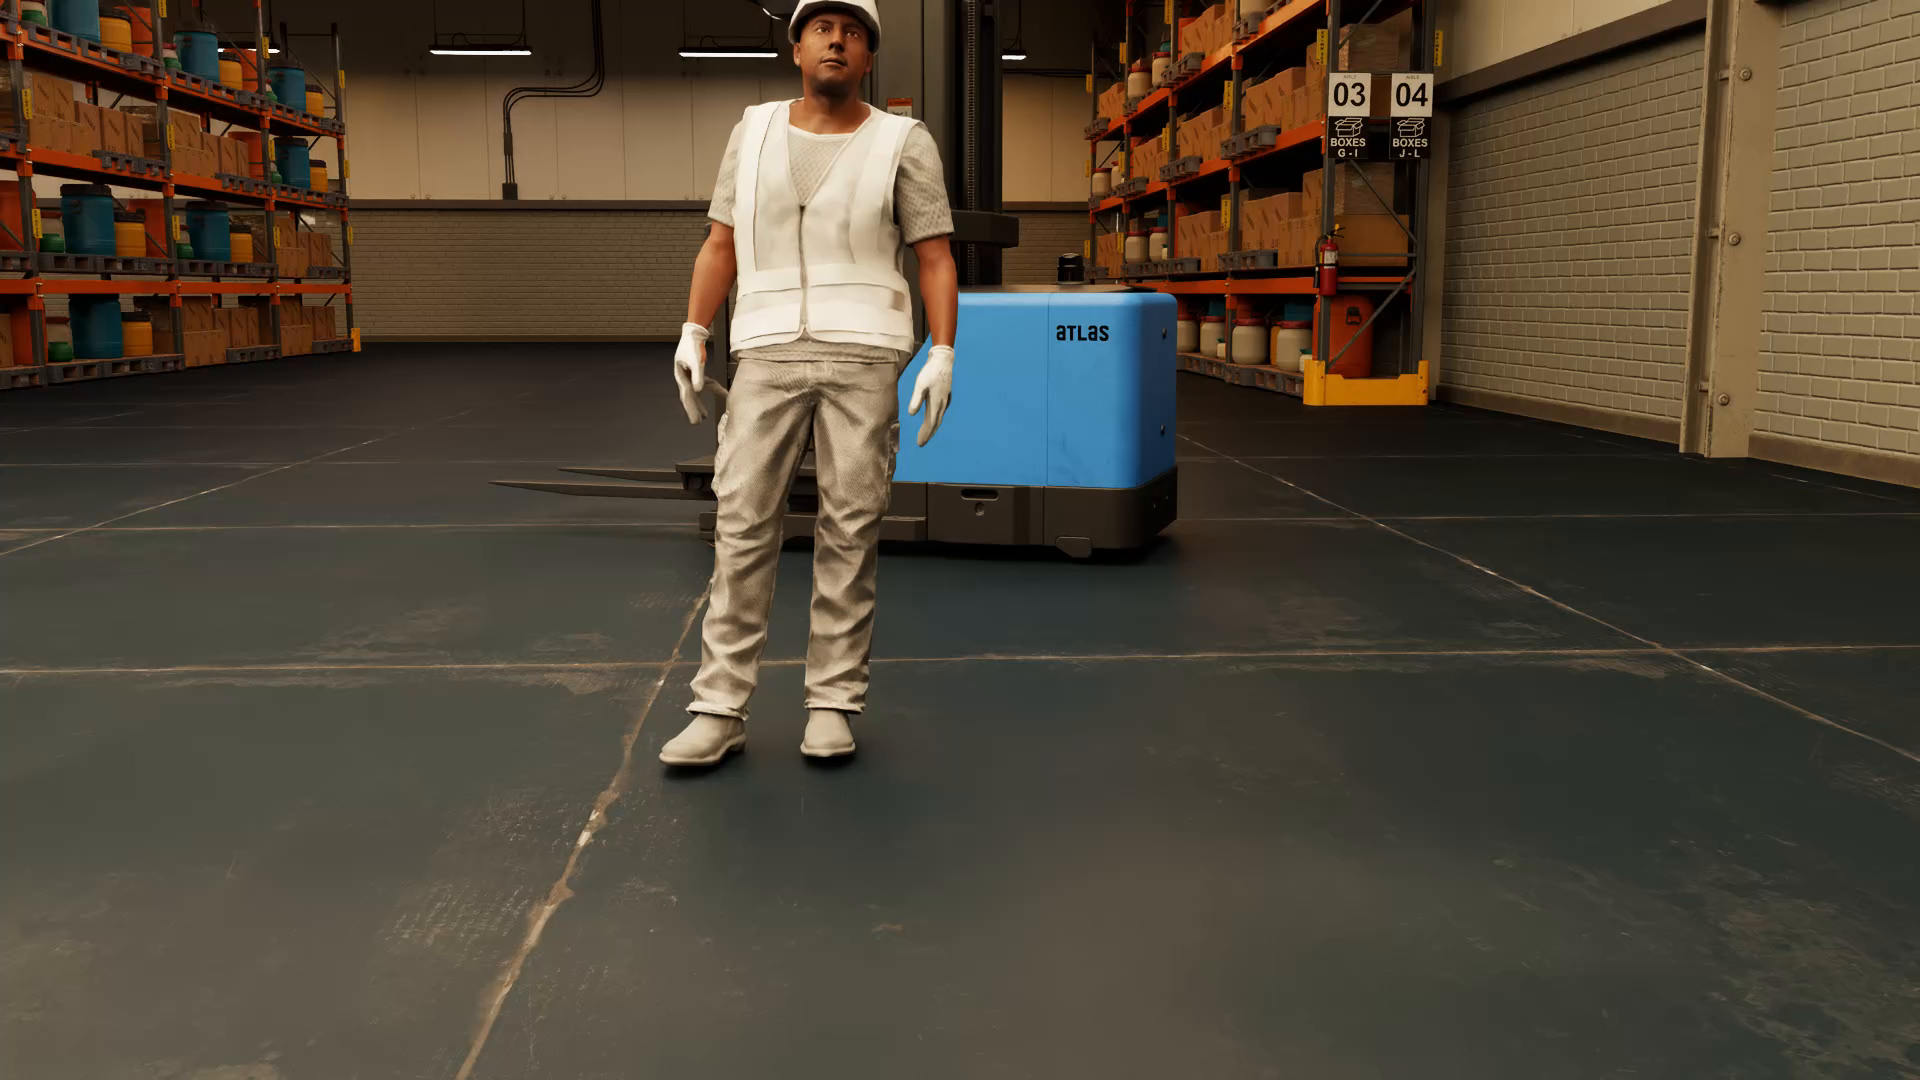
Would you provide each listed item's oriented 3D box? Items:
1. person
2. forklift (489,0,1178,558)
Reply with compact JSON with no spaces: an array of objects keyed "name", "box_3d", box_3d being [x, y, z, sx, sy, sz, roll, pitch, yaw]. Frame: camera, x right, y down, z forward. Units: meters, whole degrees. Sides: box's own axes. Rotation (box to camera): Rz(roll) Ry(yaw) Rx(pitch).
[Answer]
[{"name":"person","box_3d":[-0.343,-0.391,3.818,0.657,1.785,0.575,1,9,7]},{"name":"forklift","box_3d":[-0.603,-1.476,7.273,3.031,2.935,1.130,3,9,16]}]
